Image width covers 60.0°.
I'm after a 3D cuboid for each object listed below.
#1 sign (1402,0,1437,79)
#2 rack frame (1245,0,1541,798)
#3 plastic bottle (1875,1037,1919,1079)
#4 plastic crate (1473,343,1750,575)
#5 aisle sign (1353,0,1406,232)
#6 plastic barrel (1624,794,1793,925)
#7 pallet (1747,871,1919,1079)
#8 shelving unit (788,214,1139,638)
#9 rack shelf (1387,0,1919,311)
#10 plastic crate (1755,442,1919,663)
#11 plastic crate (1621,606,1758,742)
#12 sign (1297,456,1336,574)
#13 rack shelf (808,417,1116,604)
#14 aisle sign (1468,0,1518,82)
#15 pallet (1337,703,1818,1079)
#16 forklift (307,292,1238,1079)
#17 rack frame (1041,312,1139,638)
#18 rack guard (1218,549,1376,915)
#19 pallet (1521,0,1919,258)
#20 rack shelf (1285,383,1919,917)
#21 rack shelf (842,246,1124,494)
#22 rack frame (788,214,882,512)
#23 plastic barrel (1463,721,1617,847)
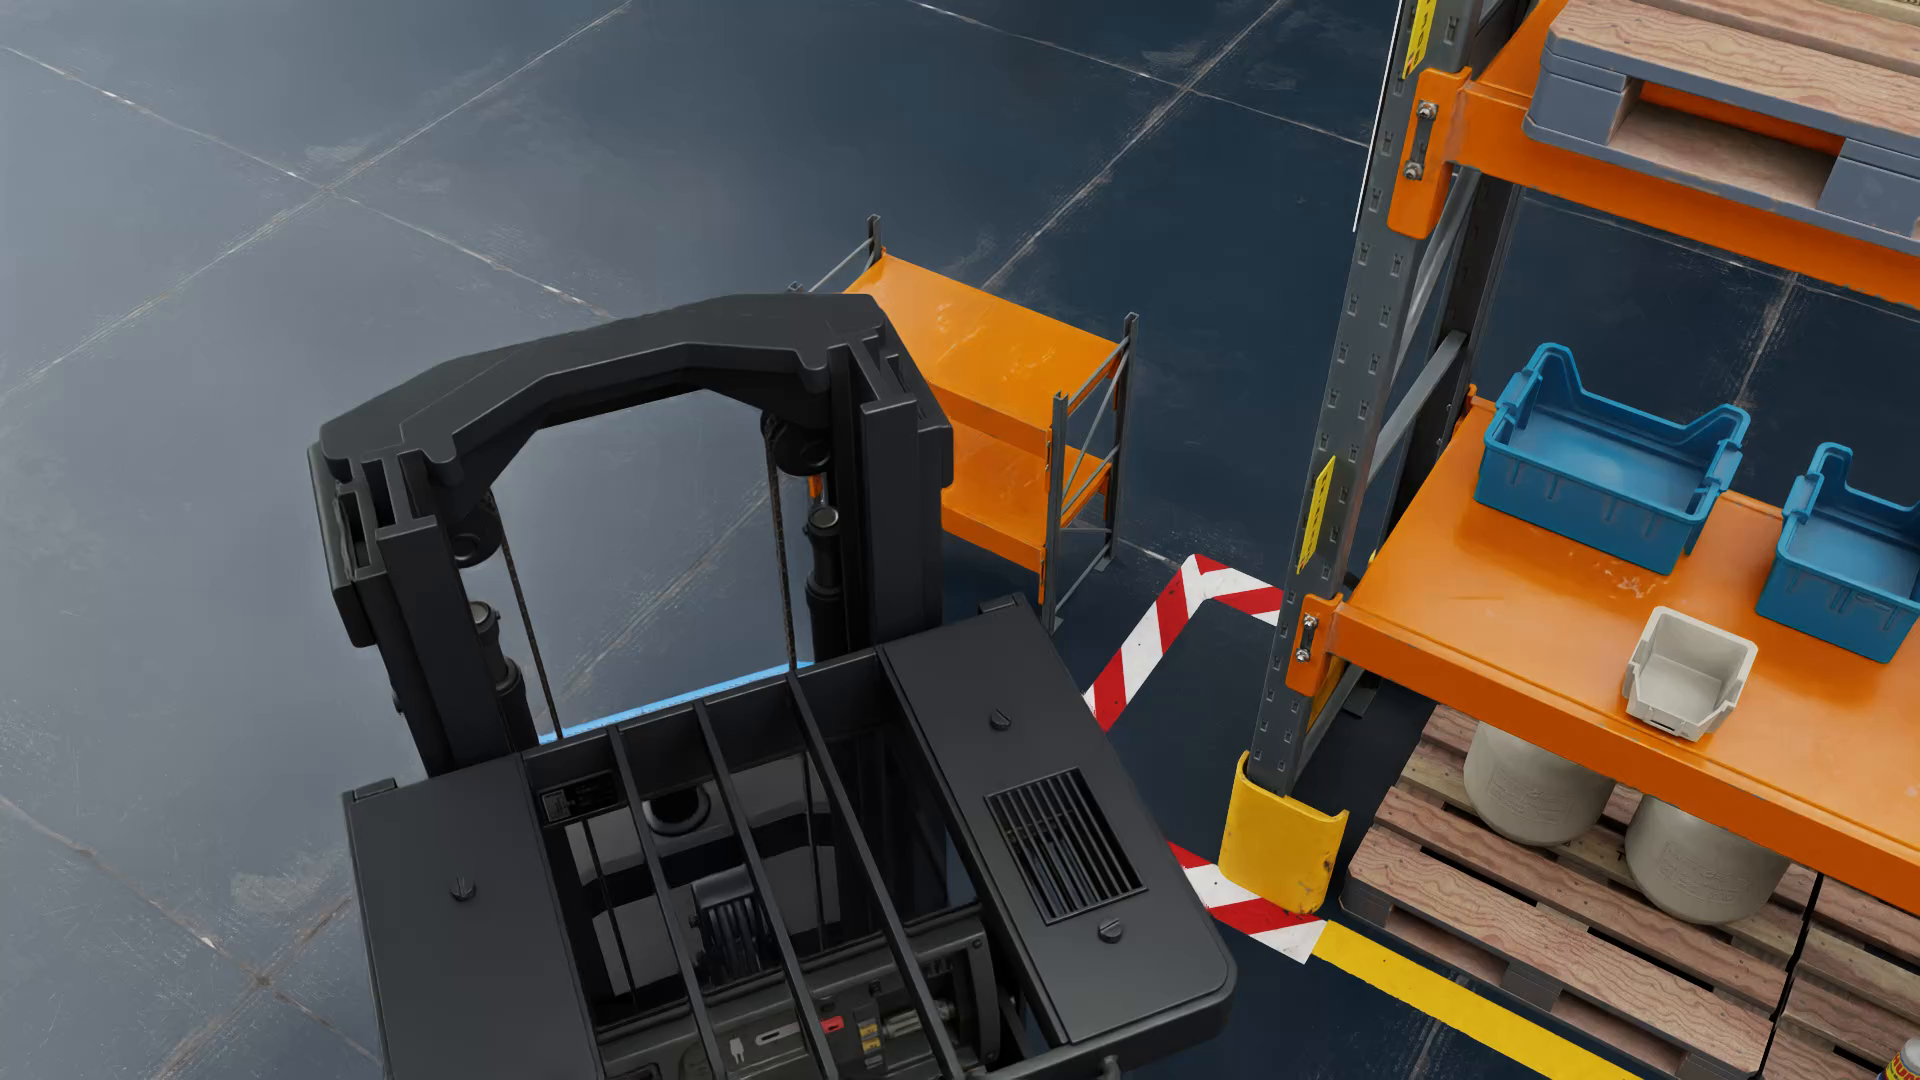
[{"bbox_3d":[0.860,-1.009,3.041,0.005,0.325,0.100,25,51,22],"label":"sign"},{"bbox_3d":[1.161,-0.291,4.442,0.127,3.000,1.000,25,51,22],"label":"rack frame"},{"bbox_3d":[2.519,1.396,4.397,0.097,0.271,0.097,0,46,0],"label":"plastic bottle"},{"bbox_3d":[1.744,-0.226,4.482,0.616,0.251,0.499,25,51,22],"label":"plastic crate"},{"bbox_3d":[0.942,-1.048,3.364,0.004,0.787,0.394,25,51,22],"label":"aisle sign"},{"bbox_3d":[2.178,0.832,4.792,0.421,0.512,0.421,0,46,0],"label":"plastic barrel"},{"bbox_3d":[2.954,1.472,4.672,1.213,0.211,1.003,25,51,22],"label":"pallet"},{"bbox_3d":[0.006,-0.389,5.844,1.048,1.125,0.538,25,51,22],"label":"shelving unit"},{"bbox_3d":[2.845,-0.312,2.871,4.000,0.370,1.077,25,51,22],"label":"rack shelf"},{"bbox_3d":[2.287,0.029,4.234,0.408,0.251,0.499,25,51,22],"label":"plastic crate"},{"bbox_3d":[1.741,0.341,4.011,0.250,0.136,0.298,25,51,22],"label":"plastic crate"},{"bbox_3d":[0.860,-0.057,4.021,0.005,0.325,0.100,25,51,22],"label":"sign"},{"bbox_3d":[0.006,-0.219,6.019,1.000,0.278,0.538,25,51,22],"label":"rack shelf"},{"bbox_3d":[1.261,-1.404,3.711,0.004,0.787,0.394,25,51,22],"label":"aisle sign"},{"bbox_3d":[1.931,0.999,5.132,1.213,0.211,1.003,25,51,22],"label":"pallet"},{"bbox_3d":[-0.287,1.144,3.094,1.130,2.935,3.031,-16,48,-15],"label":"forklift"},{"bbox_3d":[0.434,-0.193,5.653,0.032,1.125,0.500,25,51,22],"label":"rack frame"},{"bbox_3d":[1.250,0.581,5.337,0.348,0.500,1.175,25,51,22],"label":"rack guard"},{"bbox_3d":[1.805,-0.891,3.065,1.213,0.211,1.003,25,51,22],"label":"pallet"},{"bbox_3d":[2.845,0.734,3.947,4.000,0.370,1.077,25,51,22],"label":"rack shelf"},{"bbox_3d":[0.006,-0.593,5.634,1.000,0.278,0.538,25,51,22],"label":"rack shelf"},{"bbox_3d":[-0.422,-0.586,6.035,0.032,1.125,0.500,25,51,22],"label":"rack frame"},{"bbox_3d":[1.756,0.638,4.980,0.421,0.512,0.421,0,46,0],"label":"plastic barrel"}]
